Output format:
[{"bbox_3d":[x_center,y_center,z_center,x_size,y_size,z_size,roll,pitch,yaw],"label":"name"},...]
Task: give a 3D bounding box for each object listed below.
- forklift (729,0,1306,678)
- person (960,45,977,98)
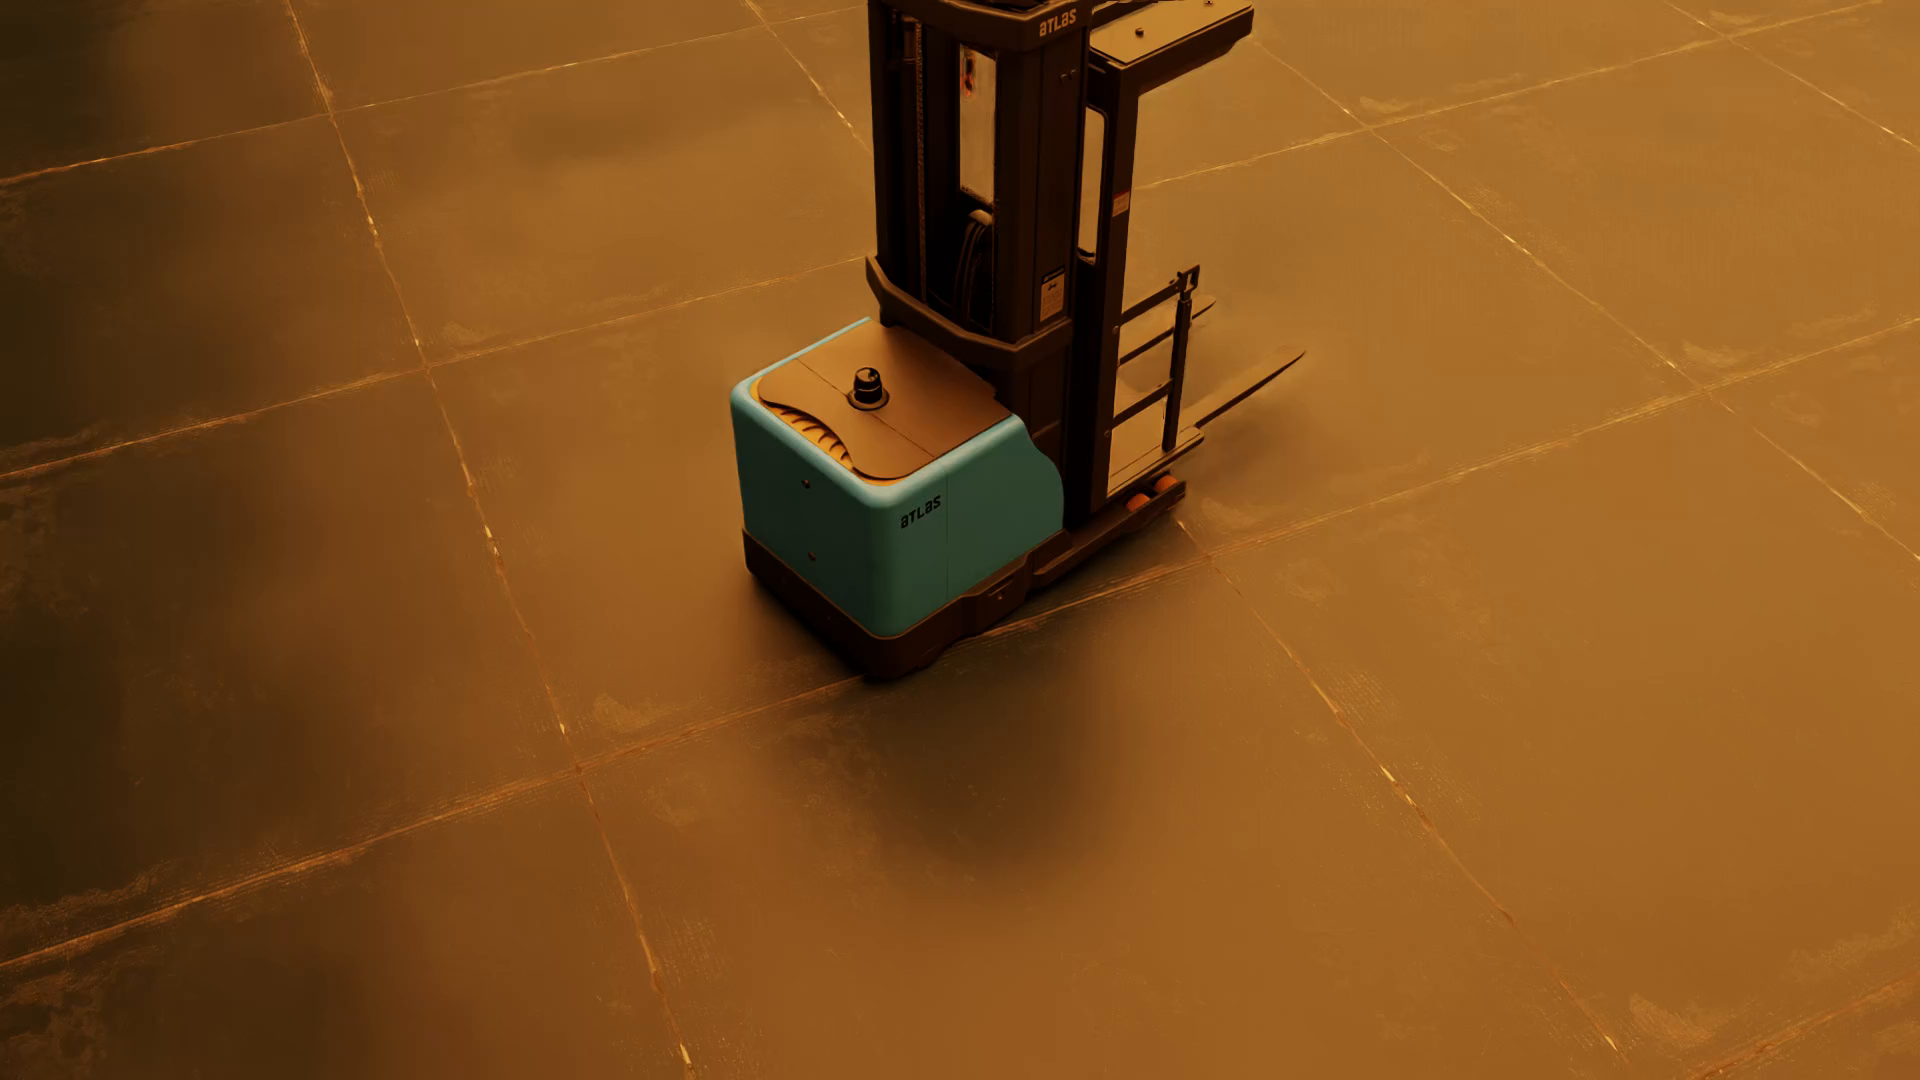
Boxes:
[{"bbox_3d":[0.444,-1.362,7.139,3.031,2.935,1.130,-32,52,-30],"label":"forklift"},{"bbox_3d":[-0.185,-2.616,9.477,0.534,1.578,0.425,-20,46,-20],"label":"person"}]
